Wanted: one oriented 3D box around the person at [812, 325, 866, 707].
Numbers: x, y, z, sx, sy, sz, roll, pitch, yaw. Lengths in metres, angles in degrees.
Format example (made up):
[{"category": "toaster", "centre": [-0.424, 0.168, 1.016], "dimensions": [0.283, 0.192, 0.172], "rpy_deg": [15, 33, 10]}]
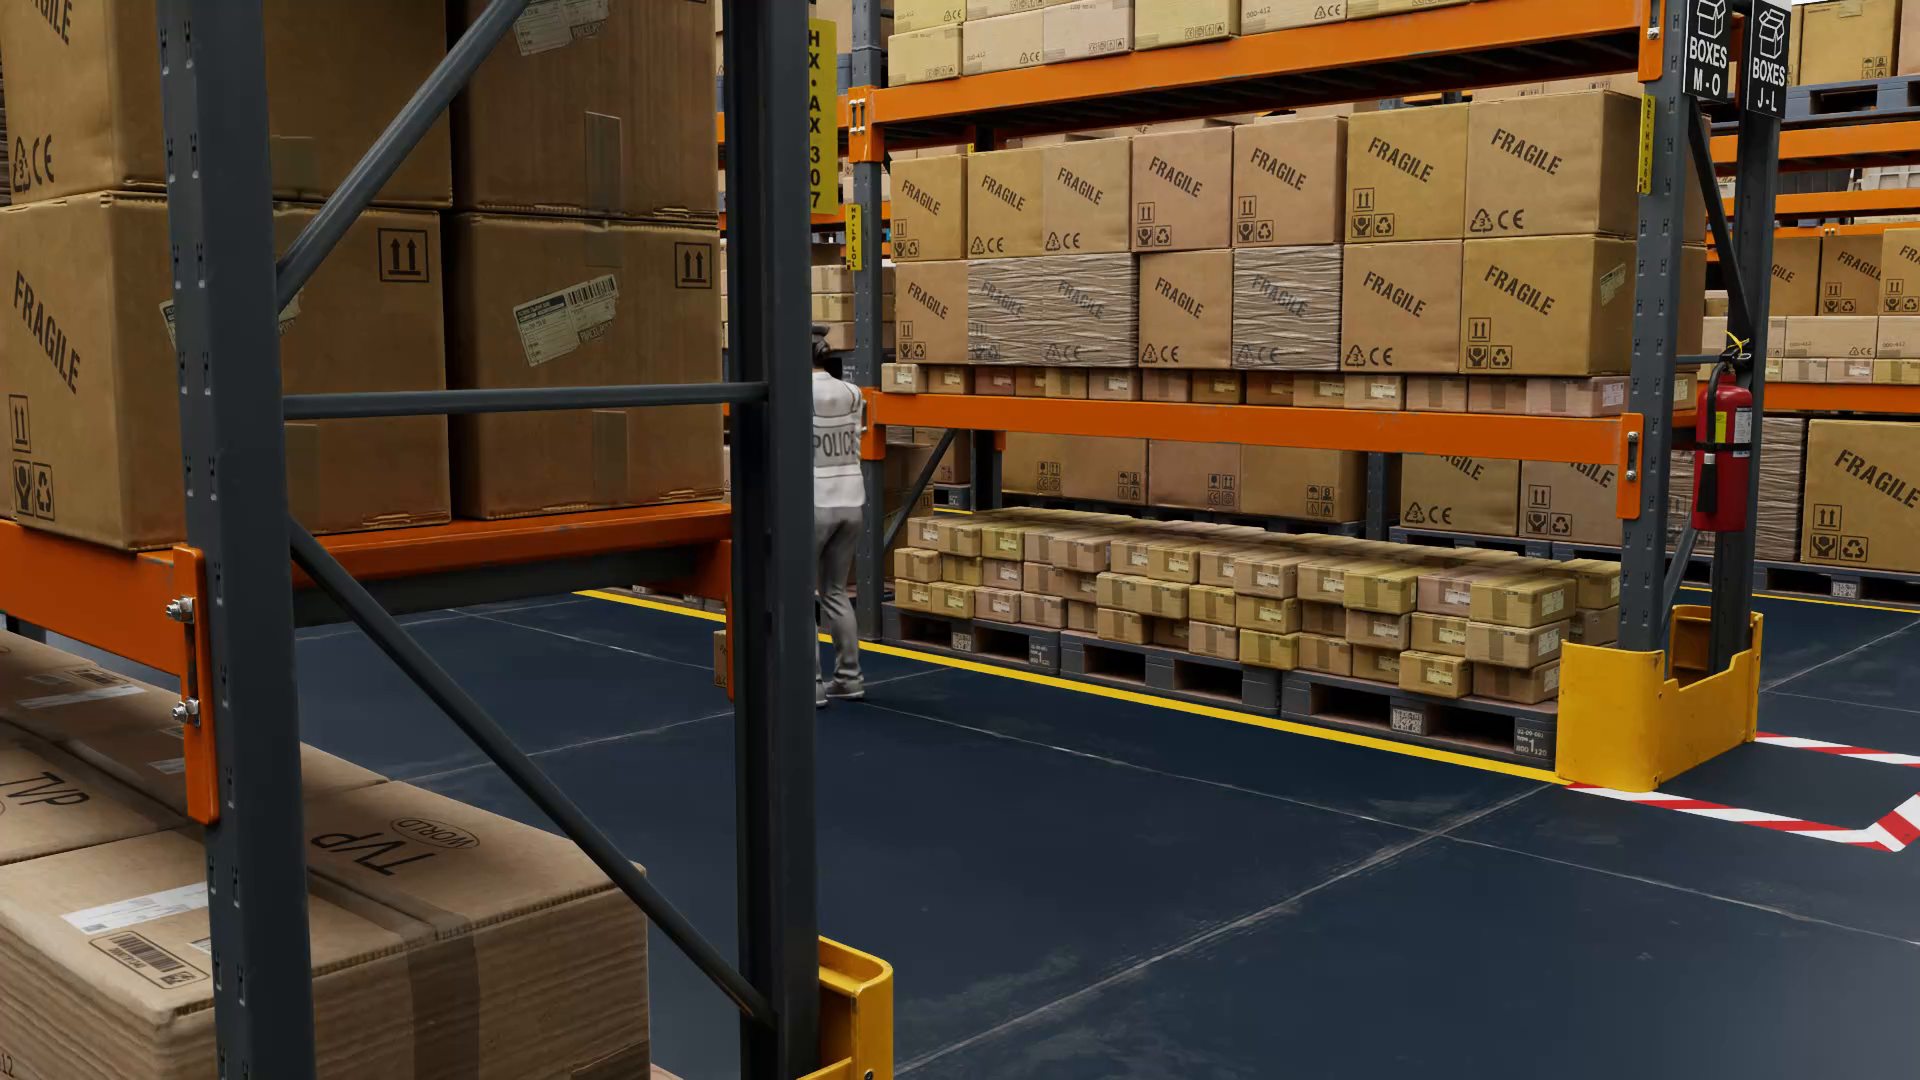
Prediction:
[{"category": "person", "centre": [-0.635, -0.101, 7.185], "dimensions": [0.488, 1.649, 0.396], "rpy_deg": [-7, 10, -44]}]
